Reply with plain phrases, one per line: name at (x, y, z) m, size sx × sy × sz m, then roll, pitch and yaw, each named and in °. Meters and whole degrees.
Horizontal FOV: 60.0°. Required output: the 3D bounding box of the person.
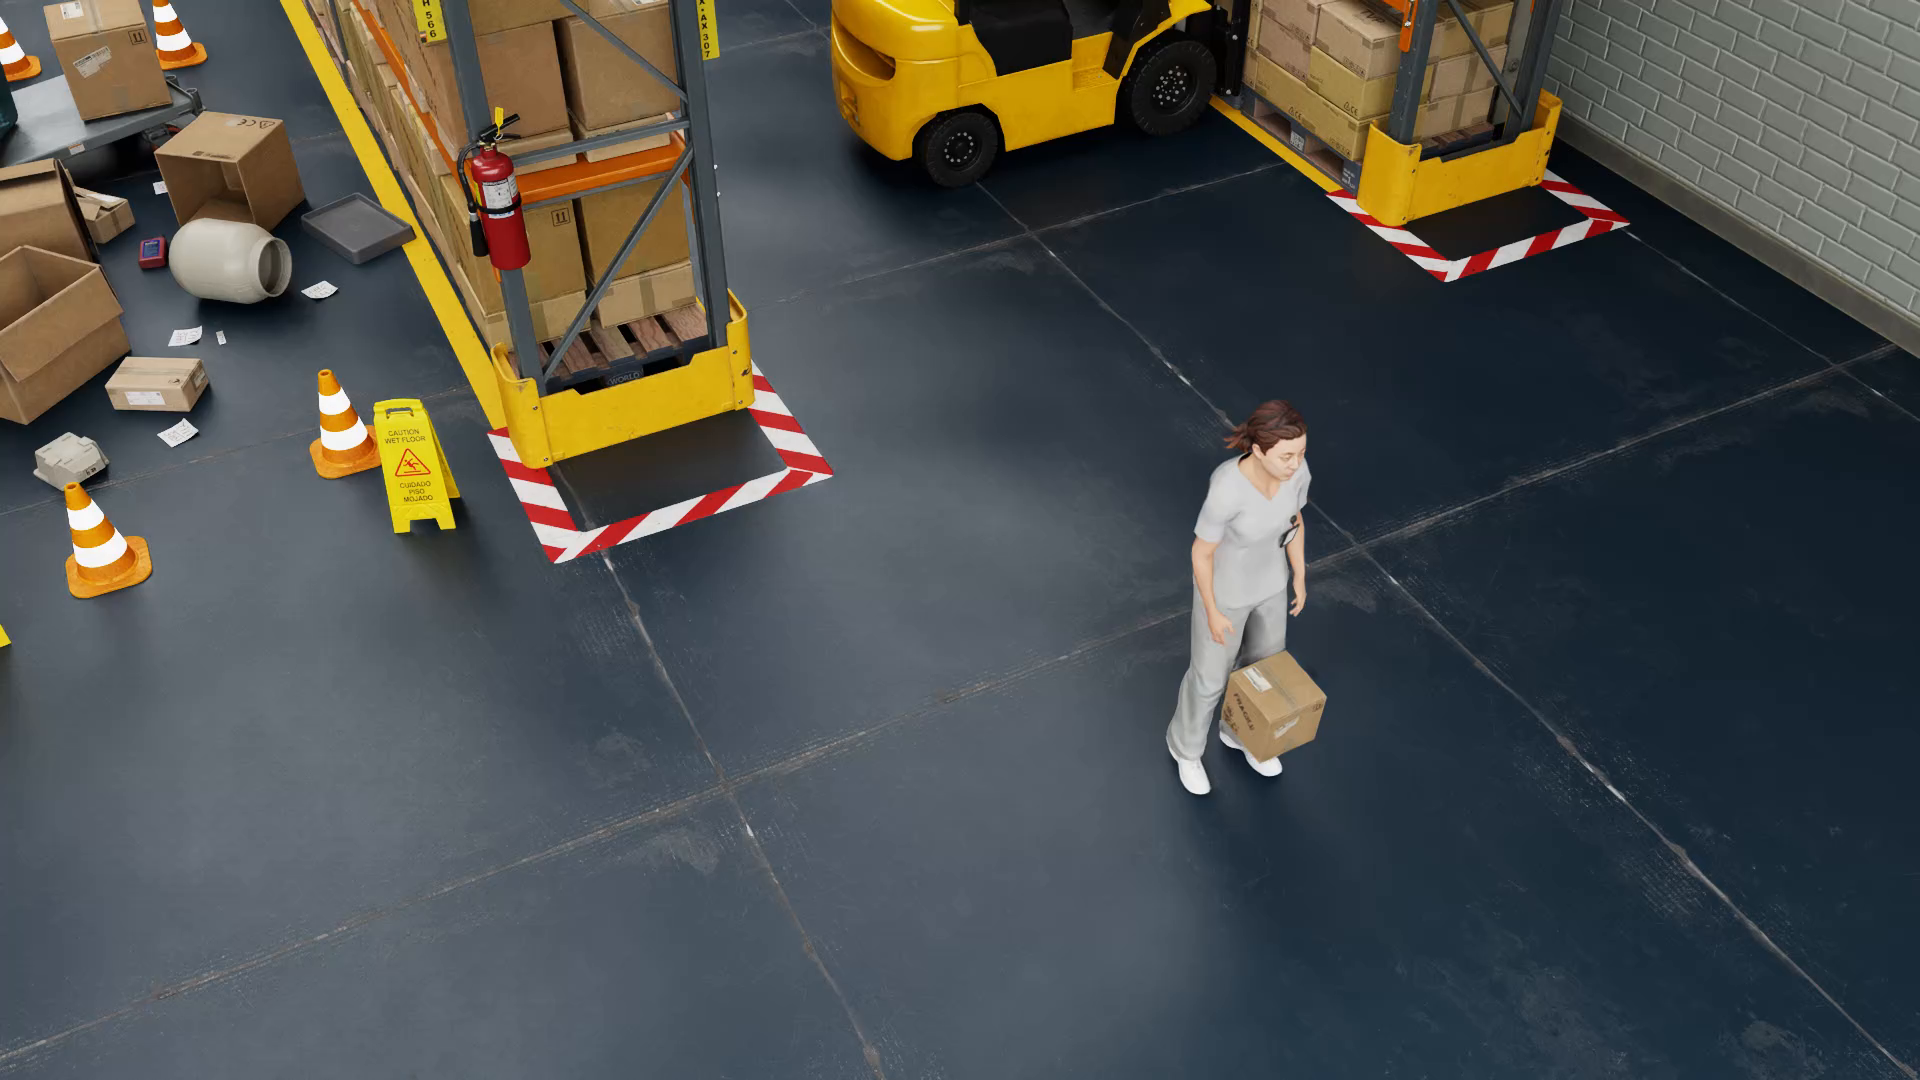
person at (1.031, 0.203, 5.928) m, size 0.476 × 1.675 × 0.415 m, roll -20°, pitch 45°, yaw -21°
